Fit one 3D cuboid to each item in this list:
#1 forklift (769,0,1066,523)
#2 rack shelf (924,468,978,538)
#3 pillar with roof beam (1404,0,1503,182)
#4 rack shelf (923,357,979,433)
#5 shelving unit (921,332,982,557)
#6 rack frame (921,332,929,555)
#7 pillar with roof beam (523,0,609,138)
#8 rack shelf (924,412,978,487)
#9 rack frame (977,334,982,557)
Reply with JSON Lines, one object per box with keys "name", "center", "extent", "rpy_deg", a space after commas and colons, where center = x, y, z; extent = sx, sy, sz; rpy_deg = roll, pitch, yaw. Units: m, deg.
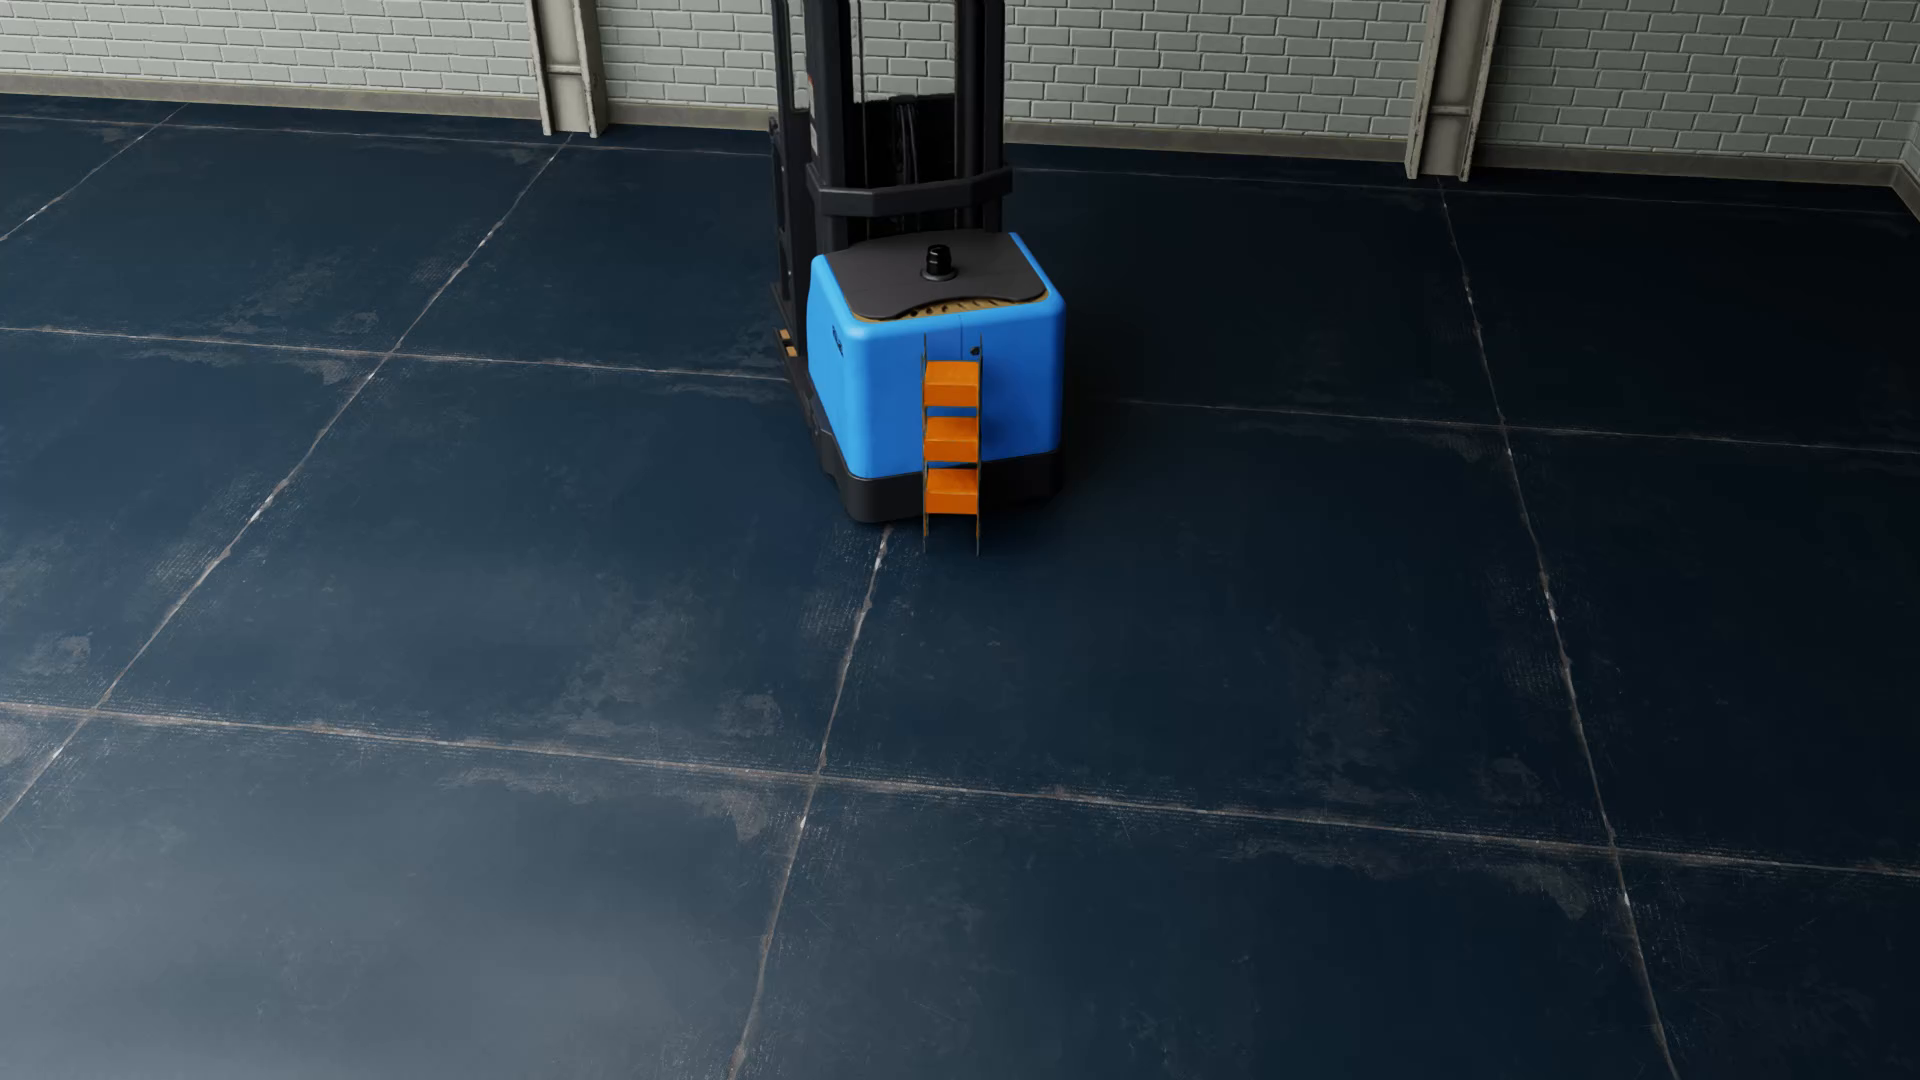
{"name": "forklift", "center": [-0.392, -2.128, 8.208], "extent": [1.130, 2.935, 3.031], "rpy_deg": [-9, 37, -13]}
{"name": "rack shelf", "center": [-0.035, -0.177, 7.591], "extent": [0.240, 0.259, 0.215], "rpy_deg": [2, 36, 2]}
{"name": "pillar with roof beam", "center": [2.672, -3.679, 5.159], "extent": [0.400, 9.000, 9.100], "rpy_deg": [4, 36, 6]}
{"name": "rack shelf", "center": [-0.035, -0.634, 7.264], "extent": [0.240, 0.259, 0.215], "rpy_deg": [2, 36, 2]}
{"name": "shelving unit", "center": [-0.035, -0.412, 7.423], "extent": [0.252, 1.050, 0.215], "rpy_deg": [2, 36, 2]}
{"name": "rack frame", "center": [-0.157, -0.415, 7.428], "extent": [0.008, 1.050, 0.200], "rpy_deg": [2, 36, 2]}
{"name": "pillar with roof beam", "center": [-3.280, -4.123, 5.781], "extent": [0.400, 9.000, 9.100], "rpy_deg": [4, 36, 6]}
{"name": "rack shelf", "center": [-0.035, -0.403, 7.429], "extent": [0.240, 0.259, 0.215], "rpy_deg": [2, 36, 2]}
{"name": "rack frame", "center": [0.087, -0.408, 7.418], "extent": [0.008, 1.050, 0.200], "rpy_deg": [2, 36, 2]}
